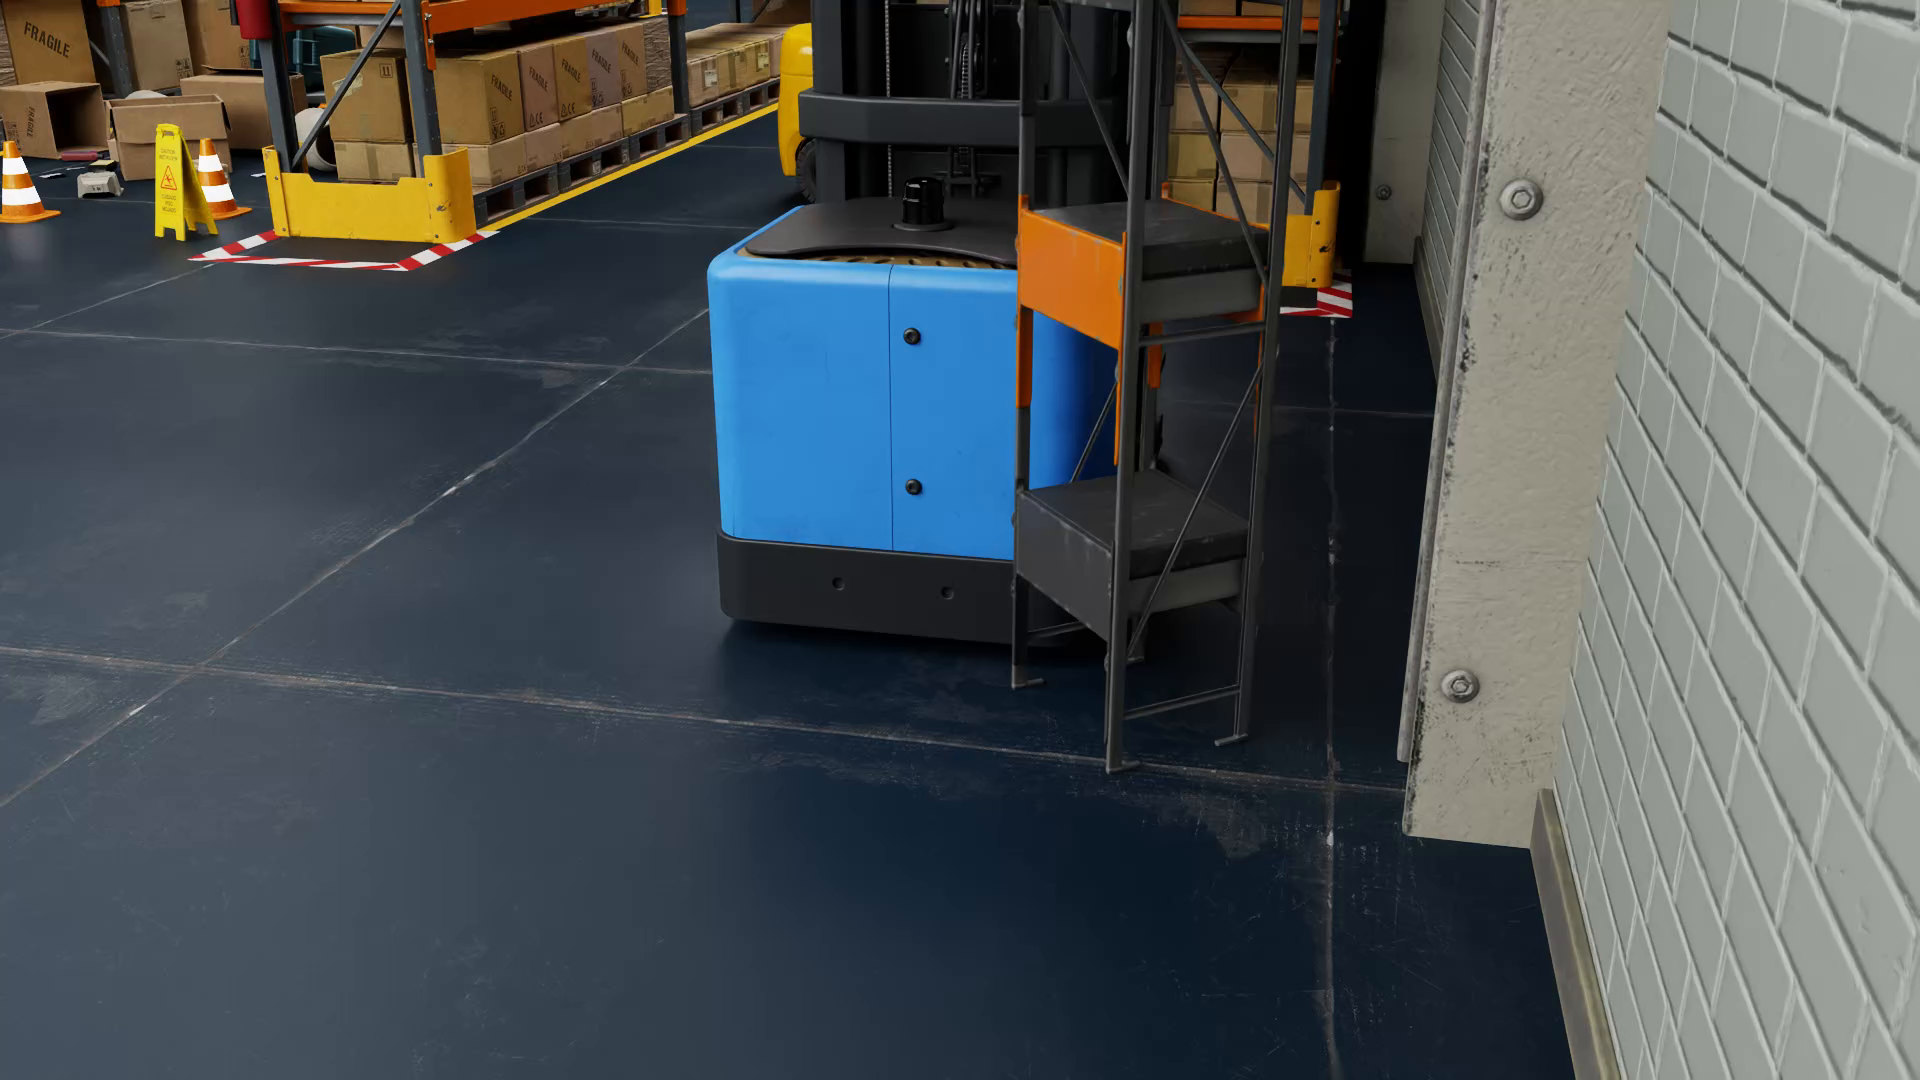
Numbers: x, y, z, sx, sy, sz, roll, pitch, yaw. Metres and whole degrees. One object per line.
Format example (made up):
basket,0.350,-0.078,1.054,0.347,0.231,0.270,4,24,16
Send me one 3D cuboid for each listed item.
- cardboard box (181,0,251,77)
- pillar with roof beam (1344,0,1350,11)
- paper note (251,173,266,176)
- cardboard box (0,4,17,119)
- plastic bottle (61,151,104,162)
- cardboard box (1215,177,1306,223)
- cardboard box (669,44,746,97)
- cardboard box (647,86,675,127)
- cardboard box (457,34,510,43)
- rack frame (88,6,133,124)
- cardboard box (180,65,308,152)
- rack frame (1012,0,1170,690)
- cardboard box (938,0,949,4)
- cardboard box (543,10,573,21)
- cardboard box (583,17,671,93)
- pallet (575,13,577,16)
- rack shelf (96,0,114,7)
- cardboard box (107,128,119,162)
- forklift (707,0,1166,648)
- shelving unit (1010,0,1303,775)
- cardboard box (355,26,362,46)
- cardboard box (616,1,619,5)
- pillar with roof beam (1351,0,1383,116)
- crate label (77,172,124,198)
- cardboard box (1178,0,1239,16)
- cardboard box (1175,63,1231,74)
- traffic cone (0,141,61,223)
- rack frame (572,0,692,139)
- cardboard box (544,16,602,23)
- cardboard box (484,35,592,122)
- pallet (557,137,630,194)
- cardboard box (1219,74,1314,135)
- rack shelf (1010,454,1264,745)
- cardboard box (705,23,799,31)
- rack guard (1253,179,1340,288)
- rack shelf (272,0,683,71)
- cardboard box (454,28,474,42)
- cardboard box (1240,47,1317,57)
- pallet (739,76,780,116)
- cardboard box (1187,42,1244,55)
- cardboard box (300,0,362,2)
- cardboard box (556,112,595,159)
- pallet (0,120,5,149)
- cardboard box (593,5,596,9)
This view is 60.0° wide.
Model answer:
cardboard box,-7.289,-4.720,15.506,1.050,0.750,0.750,4,22,11
pillar with roof beam,1.865,-12.682,24.796,9.100,9.000,0.400,4,22,11
paper note,-4.913,-2.593,11.766,0.148,0.019,0.142,13,25,29
cardboard box,-7.905,-3.637,12.650,0.875,0.875,0.875,5,22,11
plastic bottle,-6.502,-2.852,12.353,0.283,0.061,0.133,-3,22,-8
cardboard box,1.674,-1.886,9.139,0.500,0.250,0.500,5,22,11
cardboard box,-2.414,-4.073,14.406,0.950,0.372,0.625,6,23,14
cardboard box,-2.519,-3.324,12.711,0.500,0.250,0.500,5,23,13
cardboard box,-3.356,-3.134,11.235,0.500,0.500,0.500,4,22,10
rack frame,-7.528,-4.982,13.709,1.000,3.000,0.127,4,22,11
cardboard box,-5.415,-3.262,12.597,0.797,0.637,0.503,4,22,11
rack frame,0.320,-0.613,4.063,0.400,2.100,0.015,-10,24,-24
cardboard box,-0.614,-7.123,21.891,0.875,0.438,0.875,4,22,9
cardboard box,-3.130,-3.973,12.451,0.380,0.149,0.250,5,22,12
cardboard box,-2.519,-3.672,12.571,0.500,0.500,0.500,4,22,10
pallet,-5.793,-6.863,22.111,1.003,0.211,1.213,4,22,11
rack shelf,-7.936,-3.917,12.027,1.077,0.370,4.000,4,22,11
cardboard box,-6.076,-2.945,12.310,0.396,0.266,0.258,8,23,20
forklift,0.129,-1.590,5.378,1.130,2.935,3.031,4,22,11
shelving unit,0.426,-0.531,3.860,0.431,2.100,0.503,-10,24,-24
cardboard box,-6.318,-5.719,18.324,0.500,0.500,0.500,4,22,9
cardboard box,-5.112,-7.752,23.839,0.380,0.149,0.250,5,22,11
pillar with roof beam,-0.583,-8.293,13.899,9.100,9.000,0.400,4,22,11
crate label,-5.709,-2.359,11.028,0.250,0.136,0.298,-7,23,-17
cardboard box,1.226,-3.048,8.773,0.500,0.500,0.500,4,22,10
cardboard box,1.269,-2.564,9.485,0.500,0.250,0.500,5,22,12
traffic cone,-5.809,-2.218,10.241,0.336,0.463,0.334,4,22,11
rack frame,-2.661,-4.642,12.863,1.000,3.000,0.127,4,22,11
cardboard box,-3.046,-3.714,12.674,0.500,0.500,0.500,6,23,13
cardboard box,-2.825,-3.103,11.158,0.500,0.500,0.500,5,22,12
pallet,-3.011,-2.652,11.657,1.003,0.211,1.213,4,22,11
cardboard box,1.666,-2.346,8.944,0.500,0.250,0.500,4,22,10
rack shelf,0.426,0.131,4.127,0.431,0.518,0.480,-10,24,-24
cardboard box,-1.970,-4.875,16.397,0.950,0.372,0.625,3,22,7
rack guard,1.377,-1.633,8.740,1.175,0.500,0.348,4,22,11
rack shelf,-3.070,-3.576,11.182,1.077,0.370,4.000,4,22,11
cardboard box,-3.450,-3.387,10.995,0.380,0.149,0.250,5,23,13
cardboard box,1.988,-2.898,10.315,0.500,0.250,0.500,4,22,10
pallet,-2.257,-4.081,15.203,1.003,0.211,1.213,4,22,11
cardboard box,1.588,-3.126,10.879,0.500,0.250,0.500,5,23,13
cardboard box,-3.611,-3.215,9.658,0.380,0.149,0.250,5,23,13
cardboard box,-2.832,-2.759,11.307,0.500,0.250,0.500,6,23,15
pallet,-8.006,-2.969,12.443,1.003,0.211,1.213,4,22,11
cardboard box,-5.303,-7.468,23.136,0.380,0.149,0.250,5,22,12
